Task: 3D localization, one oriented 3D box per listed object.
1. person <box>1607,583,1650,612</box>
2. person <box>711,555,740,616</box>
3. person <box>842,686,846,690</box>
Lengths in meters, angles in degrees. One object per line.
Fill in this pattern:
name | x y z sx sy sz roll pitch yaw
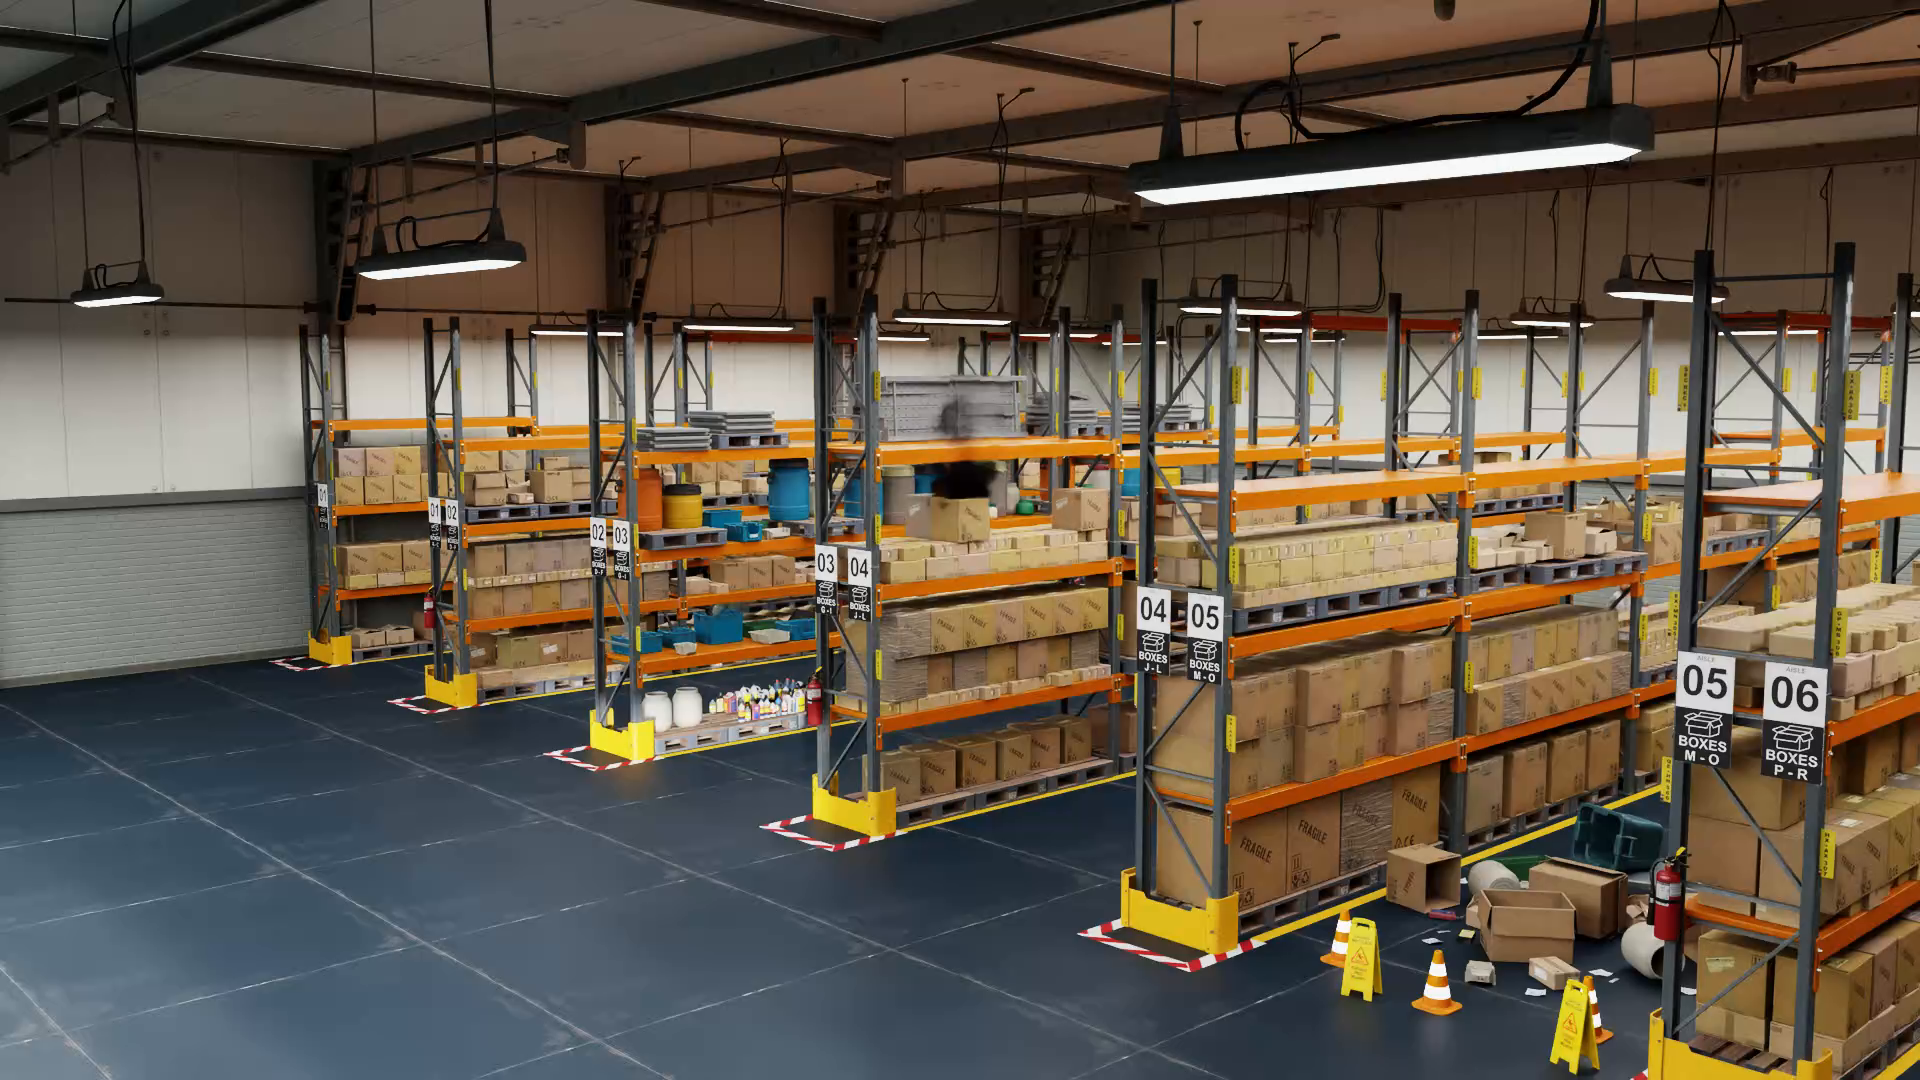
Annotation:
person | 11.270 1.438 28.158 0.687 1.664 0.516 4 7 33
person | -4.377 1.047 31.350 0.570 1.623 0.832 5 7 38
person | -1.725 1.654 27.203 0.537 1.558 0.549 5 8 40
